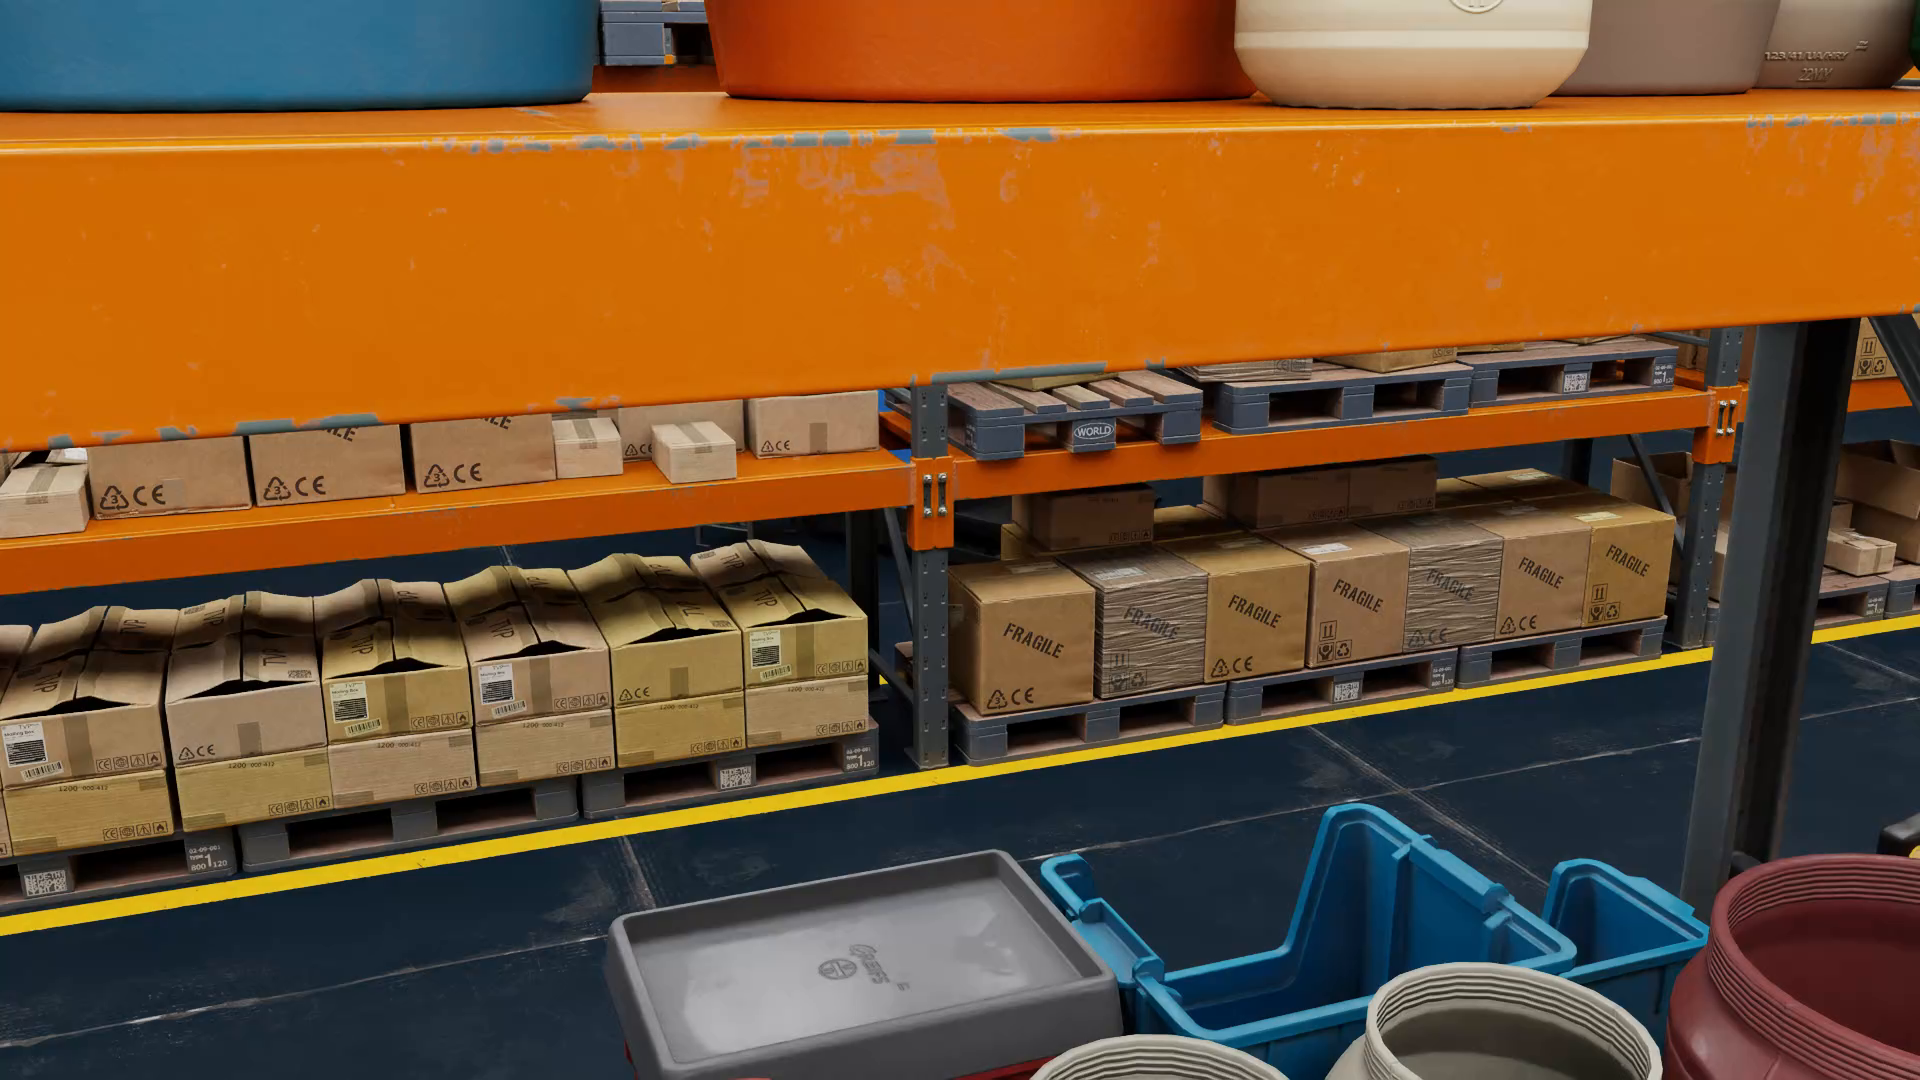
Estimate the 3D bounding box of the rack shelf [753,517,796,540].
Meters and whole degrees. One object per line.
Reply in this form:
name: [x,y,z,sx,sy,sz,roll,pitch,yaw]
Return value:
rack shelf: [-1.294,-0.327,10.018,0.431,0.518,0.480,8,18,24]

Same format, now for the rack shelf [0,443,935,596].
rack shelf: [-2.150,-0.075,6.306,4.000,0.370,1.077,-6,17,-20]

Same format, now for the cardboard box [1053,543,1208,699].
cardboard box: [0.732,0.342,7.267,0.500,0.500,0.500,-7,18,-22]

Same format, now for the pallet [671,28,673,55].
pallet: [-1.476,-3.352,11.201,1.003,0.211,1.213,-5,17,-18]

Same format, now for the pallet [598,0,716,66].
pallet: [-0.884,-1.878,6.183,1.003,0.211,1.213,-5,17,-18]

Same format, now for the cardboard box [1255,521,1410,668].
cardboard box: [1.688,0.238,7.618,0.500,0.500,0.500,-7,18,-22]

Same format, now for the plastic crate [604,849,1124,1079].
plastic crate: [-0.131,0.734,2.163,0.583,0.464,0.402,-6,17,-20]

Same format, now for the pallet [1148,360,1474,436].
pallet: [1.532,-0.727,7.591,1.213,0.211,1.003,-6,17,-20]

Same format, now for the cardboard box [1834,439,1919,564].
cardboard box: [5.206,-0.229,9.204,0.637,0.503,0.797,-6,17,-20]

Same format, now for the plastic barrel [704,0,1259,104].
plastic barrel: [0.032,-0.872,1.657,0.708,0.830,0.600,-6,17,-20]

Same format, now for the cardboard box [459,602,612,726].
cardboard box: [-1.638,0.449,6.385,0.500,0.311,0.500,-6,17,-20]

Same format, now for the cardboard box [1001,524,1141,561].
cardboard box: [0.507,0.210,7.713,0.500,0.500,0.500,-5,17,-18]

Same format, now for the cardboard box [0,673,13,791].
cardboard box: [-3.542,0.654,5.686,0.500,0.311,0.500,-6,17,-20]

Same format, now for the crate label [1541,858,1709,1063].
crate label: [0.959,0.706,2.667,0.416,0.233,0.303,-6,17,-20]

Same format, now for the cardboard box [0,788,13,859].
cardboard box: [-3.552,0.924,5.763,0.500,0.250,0.500,-7,18,-21]

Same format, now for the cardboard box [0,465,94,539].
cardboard box: [-3.117,-0.133,5.675,0.250,0.149,0.380,-6,17,-20]

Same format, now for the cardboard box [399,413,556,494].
cardboard box: [-1.843,-0.496,6.287,0.500,0.500,0.500,-7,18,-23]

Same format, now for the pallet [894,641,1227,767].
pallet: [0.429,0.651,7.507,1.213,0.211,1.003,-6,17,-20]

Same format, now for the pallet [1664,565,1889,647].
pallet: [4.095,0.244,8.893,1.213,0.211,1.003,-6,17,-20]

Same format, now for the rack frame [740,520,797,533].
rack frame: [-1.189,-1.074,10.028,0.400,2.100,0.015,8,18,24]

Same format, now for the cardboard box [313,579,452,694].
cardboard box: [-2.321,0.361,6.686,0.500,0.311,0.500,-6,18,-21]

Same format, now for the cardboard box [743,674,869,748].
cardboard box: [-0.686,0.613,6.821,0.500,0.250,0.500,-6,17,-19]

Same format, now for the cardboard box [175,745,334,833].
cardboard box: [-2.591,0.820,6.118,0.500,0.250,0.500,-7,18,-22]

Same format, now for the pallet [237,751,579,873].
pallet: [-2.202,0.911,6.622,1.213,0.211,1.003,-6,17,-20]

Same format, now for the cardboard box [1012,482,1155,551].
cardboard box: [0.558,-0.156,7.631,0.500,0.250,0.500,-5,17,-18]

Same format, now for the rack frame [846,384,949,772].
rack frame: [-0.282,-0.622,6.892,0.127,3.000,1.000,-6,17,-20]

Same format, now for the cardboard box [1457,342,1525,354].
cardboard box: [2.311,-1.200,7.937,0.500,0.500,0.700,-3,17,-11]

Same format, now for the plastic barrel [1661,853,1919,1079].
plastic barrel: [1.162,0.743,2.003,0.708,0.536,0.600,-6,17,-20]

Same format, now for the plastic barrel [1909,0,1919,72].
plastic barrel: [1.275,-0.644,1.921,0.294,0.245,0.294,0,16,0]

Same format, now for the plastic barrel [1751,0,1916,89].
plastic barrel: [1.087,-0.860,2.182,0.421,0.512,0.421,0,16,0]

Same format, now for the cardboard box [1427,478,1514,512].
cardboard box: [2.420,0.005,8.414,0.500,0.500,0.500,-6,17,-19]

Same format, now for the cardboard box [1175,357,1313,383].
cardboard box: [1.188,-1.006,7.279,0.500,0.500,0.700,-3,17,-10]

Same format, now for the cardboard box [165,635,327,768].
cardboard box: [-2.590,0.553,6.032,0.500,0.311,0.500,-7,18,-22]

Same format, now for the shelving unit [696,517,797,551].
shelving unit: [-1.294,-1.012,9.817,0.431,2.100,0.503,8,18,24]

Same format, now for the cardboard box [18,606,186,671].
cardboard box: [-3.258,0.460,6.348,0.500,0.311,0.500,-6,17,-19]

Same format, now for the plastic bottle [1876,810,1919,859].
plastic bottle: [1.712,0.585,2.990,0.133,0.283,0.061,-6,17,-20]

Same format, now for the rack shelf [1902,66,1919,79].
rack shelf: [5.321,-2.321,8.630,4.000,0.370,1.077,-6,17,-20]

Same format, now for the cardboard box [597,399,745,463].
cardboard box: [-1.186,-0.540,6.771,0.500,0.311,0.500,-6,18,-21]

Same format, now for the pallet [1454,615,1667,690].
pallet: [2.707,0.405,8.345,1.213,0.211,1.003,-6,17,-20]

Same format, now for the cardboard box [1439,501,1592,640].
cardboard box: [2.630,0.136,7.967,0.500,0.500,0.500,-6,17,-20]

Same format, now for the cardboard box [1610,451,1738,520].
cardboard box: [3.884,-0.169,9.005,0.500,0.500,0.500,-6,17,-20]

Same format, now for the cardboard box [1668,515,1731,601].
cardboard box: [3.923,0.069,8.532,0.500,0.311,0.500,-6,17,-20]

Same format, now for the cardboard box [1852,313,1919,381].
cardboard box: [4.504,-1.105,8.360,0.500,0.500,0.500,-6,17,-19]

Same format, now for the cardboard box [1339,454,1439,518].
cardboard box: [1.981,-0.311,8.159,0.500,0.250,0.500,-6,17,-20]

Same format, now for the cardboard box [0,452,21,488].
cardboard box: [-3.573,-0.208,5.748,0.500,0.250,0.500,-5,17,-17]

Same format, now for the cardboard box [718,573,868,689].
cardboard box: [-0.683,0.345,6.741,0.500,0.311,0.500,-6,17,-19]

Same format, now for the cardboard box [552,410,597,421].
cardboard box: [-2.712,-0.850,11.325,0.500,0.500,0.700,-6,17,-19]

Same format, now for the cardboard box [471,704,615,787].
cardboard box: [-1.637,0.716,6.471,0.500,0.250,0.500,-6,17,-19]

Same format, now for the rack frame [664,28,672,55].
rack frame: [-2.058,-1.925,11.329,0.127,3.000,1.000,-6,17,-20]

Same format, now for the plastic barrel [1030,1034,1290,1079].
plastic barrel: [0.209,0.831,1.748,0.421,0.512,0.421,0,16,0]

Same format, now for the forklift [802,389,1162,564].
forklift: [0.476,-1.293,9.299,3.031,2.935,1.130,13,21,38]

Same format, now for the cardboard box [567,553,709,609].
cardboard box: [-1.364,0.258,7.036,0.500,0.311,0.500,-7,18,-21]

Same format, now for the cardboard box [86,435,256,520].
cardboard box: [-2.802,-0.393,5.934,0.500,0.500,0.500,-5,17,-16]

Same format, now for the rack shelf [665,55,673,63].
rack shelf: [-0.190,-3.220,11.694,4.000,0.370,1.077,-6,17,-20]

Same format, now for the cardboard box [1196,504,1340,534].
cardboard box: [1.479,0.104,8.076,0.500,0.500,0.500,-7,18,-22]
